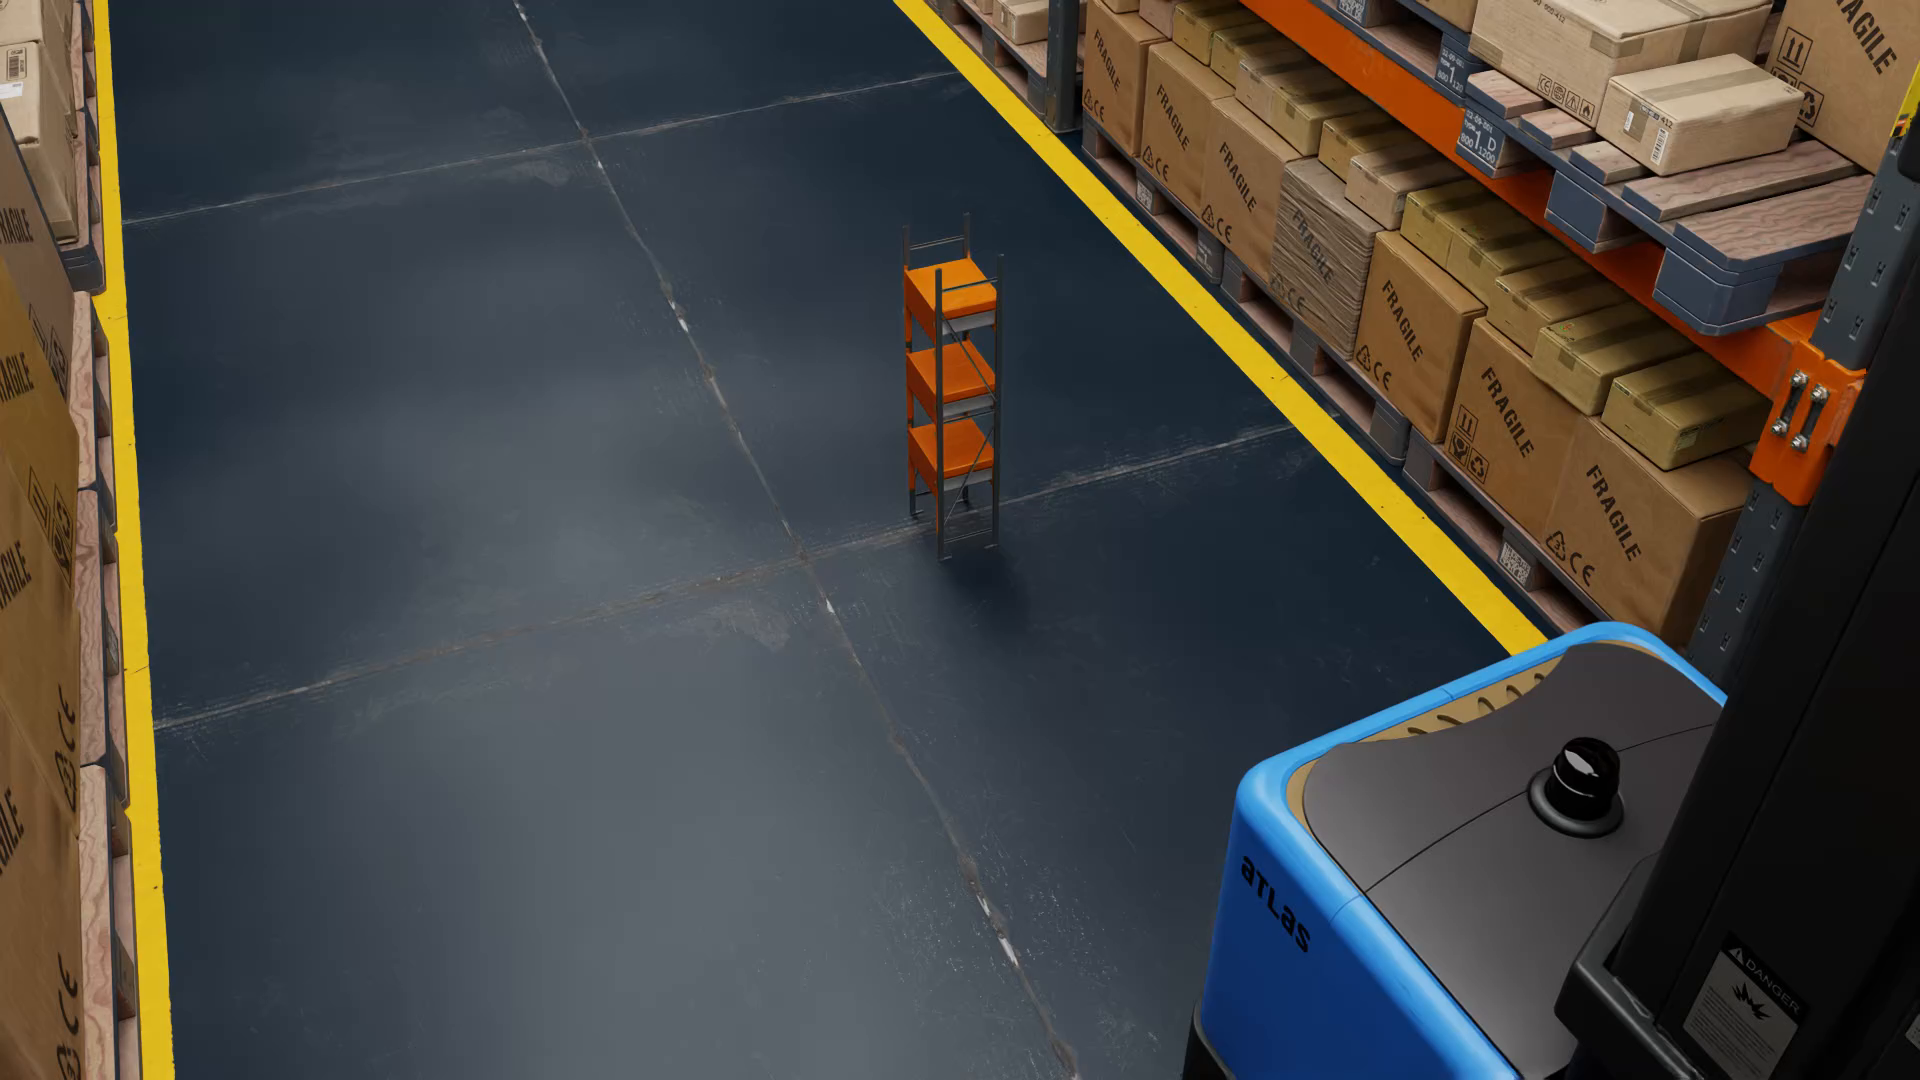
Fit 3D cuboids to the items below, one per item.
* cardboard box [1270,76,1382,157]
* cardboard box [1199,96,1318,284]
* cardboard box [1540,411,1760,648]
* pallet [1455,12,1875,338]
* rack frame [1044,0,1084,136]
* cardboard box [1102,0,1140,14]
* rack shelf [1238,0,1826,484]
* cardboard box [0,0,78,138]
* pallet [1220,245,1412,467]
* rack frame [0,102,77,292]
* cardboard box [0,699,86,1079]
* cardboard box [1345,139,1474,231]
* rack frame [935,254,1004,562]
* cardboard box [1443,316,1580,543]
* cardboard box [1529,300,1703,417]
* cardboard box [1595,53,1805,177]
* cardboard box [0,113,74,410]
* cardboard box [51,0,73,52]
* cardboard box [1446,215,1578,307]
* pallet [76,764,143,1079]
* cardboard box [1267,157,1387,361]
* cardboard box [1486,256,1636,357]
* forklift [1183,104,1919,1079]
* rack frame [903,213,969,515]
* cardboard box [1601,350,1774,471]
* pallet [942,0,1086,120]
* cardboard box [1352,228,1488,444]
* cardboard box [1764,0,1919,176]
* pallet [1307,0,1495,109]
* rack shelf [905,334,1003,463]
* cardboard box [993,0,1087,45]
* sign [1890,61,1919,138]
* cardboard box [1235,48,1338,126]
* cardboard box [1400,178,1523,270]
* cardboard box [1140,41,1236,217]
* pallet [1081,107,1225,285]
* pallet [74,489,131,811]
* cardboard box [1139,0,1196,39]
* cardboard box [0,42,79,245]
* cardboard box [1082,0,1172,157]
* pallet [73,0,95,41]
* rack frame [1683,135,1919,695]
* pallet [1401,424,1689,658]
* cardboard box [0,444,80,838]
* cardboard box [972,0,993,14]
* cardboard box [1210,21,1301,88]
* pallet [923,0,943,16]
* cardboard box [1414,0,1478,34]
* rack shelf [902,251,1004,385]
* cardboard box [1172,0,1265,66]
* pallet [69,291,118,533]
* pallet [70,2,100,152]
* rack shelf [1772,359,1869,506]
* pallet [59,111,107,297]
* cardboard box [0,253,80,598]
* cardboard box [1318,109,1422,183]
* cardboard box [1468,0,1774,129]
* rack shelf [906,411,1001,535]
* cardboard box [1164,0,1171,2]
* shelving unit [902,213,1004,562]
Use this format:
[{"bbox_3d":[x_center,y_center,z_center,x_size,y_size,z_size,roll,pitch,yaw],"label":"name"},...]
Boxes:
[{"bbox_3d":[1.308,-1.480,5.768,0.380,0.149,0.250,-14,43,-15],"label":"cardboard box"},{"bbox_3d":[1.236,-1.320,6.079,0.500,0.500,0.500,-16,43,-18],"label":"cardboard box"},{"bbox_3d":[2.029,-0.079,4.636,0.500,0.500,0.500,-14,43,-16],"label":"cardboard box"},{"bbox_3d":[2.066,-0.984,4.241,1.213,0.211,1.003,-15,43,-17],"label":"pallet"},{"bbox_3d":[0.859,-3.076,6.526,1.000,3.000,0.127,-15,43,-17],"label":"rack frame"},{"bbox_3d":[0.751,-2.251,6.665,0.380,0.149,0.250,-13,42,-15],"label":"cardboard box"},{"bbox_3d":[1.624,-1.598,5.360,1.077,0.370,4.000,-15,43,-17],"label":"rack shelf"},{"bbox_3d":[-4.210,-1.967,6.880,0.875,0.438,0.875,-16,43,-18],"label":"cardboard box"},{"bbox_3d":[1.676,-0.802,6.021,1.003,0.211,1.213,-15,43,-17],"label":"pallet"},{"bbox_3d":[-3.725,-1.835,5.084,1.000,3.000,0.127,-15,43,-17],"label":"rack frame"},{"bbox_3d":[-2.382,0.784,3.346,0.875,0.875,0.875,-15,43,-17],"label":"cardboard box"},{"bbox_3d":[1.485,-1.164,5.400,0.380,0.149,0.250,-17,44,-19],"label":"cardboard box"},{"bbox_3d":[0.026,-0.357,4.860,0.200,1.050,0.008,-15,43,-17],"label":"rack frame"},{"bbox_3d":[1.847,-0.383,4.990,0.500,0.500,0.500,-16,43,-17],"label":"cardboard box"},{"bbox_3d":[1.834,-0.515,4.646,0.380,0.149,0.250,-17,44,-19],"label":"cardboard box"},{"bbox_3d":[1.784,-1.030,4.018,0.380,0.149,0.250,-14,43,-16],"label":"cardboard box"},{"bbox_3d":[-3.414,-0.836,5.229,0.875,0.875,0.875,-14,43,-16],"label":"cardboard box"},{"bbox_3d":[-4.553,-2.511,7.512,0.875,0.438,0.875,-14,43,-16],"label":"cardboard box"},{"bbox_3d":[1.715,-0.855,5.041,0.380,0.149,0.250,-14,43,-16],"label":"cardboard box"},{"bbox_3d":[-2.427,1.138,3.765,1.003,0.211,1.213,-15,43,-17],"label":"pallet"},{"bbox_3d":[1.429,-1.006,5.714,0.500,0.500,0.500,-17,43,-18],"label":"cardboard box"},{"bbox_3d":[1.774,-0.684,4.843,0.380,0.149,0.250,-16,43,-18],"label":"cardboard box"},{"bbox_3d":[1.624,0.847,2.017,1.130,2.935,3.031,-19,44,-20],"label":"forklift"},{"bbox_3d":[-0.067,-0.504,5.031,0.200,1.050,0.008,-15,43,-17],"label":"rack frame"},{"bbox_3d":[1.967,-0.358,4.463,0.380,0.149,0.250,-17,44,-19],"label":"cardboard box"},{"bbox_3d":[0.597,-2.433,7.917,1.003,0.211,1.213,-15,43,-17],"label":"pallet"},{"bbox_3d":[1.645,-0.698,5.356,0.500,0.500,0.500,-13,42,-15],"label":"cardboard box"},{"bbox_3d":[2.337,-1.213,3.961,0.500,0.500,0.500,-13,42,-15],"label":"cardboard box"},{"bbox_3d":[1.641,-1.764,5.148,1.003,0.211,1.213,-15,43,-17],"label":"pallet"},{"bbox_3d":[-0.020,-0.422,4.952,0.215,0.259,0.240,-15,43,-17],"label":"rack shelf"},{"bbox_3d":[0.375,-2.417,7.624,0.380,0.149,0.250,-16,43,-18],"label":"cardboard box"},{"bbox_3d":[1.892,-0.934,3.209,0.100,0.325,0.005,-15,43,-17],"label":"sign"},{"bbox_3d":[1.215,-1.630,5.943,0.380,0.149,0.250,-15,43,-17],"label":"cardboard box"},{"bbox_3d":[1.619,-1.005,5.216,0.380,0.149,0.250,-16,43,-17],"label":"cardboard box"},{"bbox_3d":[1.049,-1.622,6.430,0.500,0.500,0.500,-16,43,-17],"label":"cardboard box"},{"bbox_3d":[1.205,-1.538,6.877,1.003,0.211,1.213,-15,43,-17],"label":"pallet"},{"bbox_3d":[-2.890,0.404,4.618,1.003,0.211,1.213,-15,43,-17],"label":"pallet"},{"bbox_3d":[0.928,-2.103,6.493,0.380,0.149,0.250,-16,43,-18],"label":"cardboard box"},{"bbox_3d":[-3.866,-1.428,6.253,0.875,0.438,0.875,-16,43,-17],"label":"cardboard box"},{"bbox_3d":[0.836,-1.940,6.800,0.500,0.500,0.500,-13,42,-15],"label":"cardboard box"},{"bbox_3d":[-4.878,-2.726,8.258,1.003,0.211,1.213,-15,43,-17],"label":"pallet"},{"bbox_3d":[2.390,-0.666,3.724,1.000,3.000,0.127,-15,43,-17],"label":"rack frame"},{"bbox_3d":[2.139,-0.068,5.168,1.003,0.211,1.213,-15,43,-17],"label":"pallet"},{"bbox_3d":[-2.720,0.245,3.972,0.875,0.875,0.875,-15,43,-16],"label":"cardboard box"},{"bbox_3d":[0.238,-2.676,7.836,0.396,0.266,0.258,-14,43,-15],"label":"cardboard box"},{"bbox_3d":[1.154,-1.790,6.128,0.380,0.149,0.250,-16,43,-18],"label":"cardboard box"},{"bbox_3d":[0.127,-3.169,8.773,1.003,0.211,1.213,-15,43,-17],"label":"pallet"},{"bbox_3d":[1.594,-1.802,4.644,0.797,0.503,0.637,-16,43,-18],"label":"cardboard box"},{"bbox_3d":[-0.020,-0.637,4.767,0.215,0.259,0.240,-15,43,-17],"label":"rack shelf"},{"bbox_3d":[1.037,-1.952,6.316,0.380,0.149,0.250,-17,44,-19],"label":"cardboard box"},{"bbox_3d":[-3.360,-0.332,5.474,1.003,0.211,1.213,-15,43,-17],"label":"pallet"},{"bbox_3d":[-4.415,-1.992,7.404,1.003,0.211,1.213,-15,43,-17],"label":"pallet"},{"bbox_3d":[3.155,0.811,2.558,1.077,0.370,4.000,-15,43,-17],"label":"rack shelf"},{"bbox_3d":[-3.944,-1.256,6.548,1.003,0.211,1.213,-15,43,-17],"label":"pallet"},{"bbox_3d":[-3.061,-0.293,4.598,0.875,0.875,0.875,-14,43,-16],"label":"cardboard box"},{"bbox_3d":[1.438,-1.325,5.587,0.380,0.149,0.250,-15,43,-17],"label":"cardboard box"},{"bbox_3d":[1.687,-1.324,4.282,0.500,0.250,0.500,-17,44,-19],"label":"cardboard box"},{"bbox_3d":[-0.020,-0.212,5.133,0.215,0.259,0.240,-15,43,-17],"label":"rack shelf"},{"bbox_3d":[0.894,-2.219,6.399,0.380,0.149,0.250,-17,44,-19],"label":"cardboard box"},{"bbox_3d":[-0.020,-0.430,4.945,0.215,1.050,0.252,-15,43,-17],"label":"shelving unit"}]
